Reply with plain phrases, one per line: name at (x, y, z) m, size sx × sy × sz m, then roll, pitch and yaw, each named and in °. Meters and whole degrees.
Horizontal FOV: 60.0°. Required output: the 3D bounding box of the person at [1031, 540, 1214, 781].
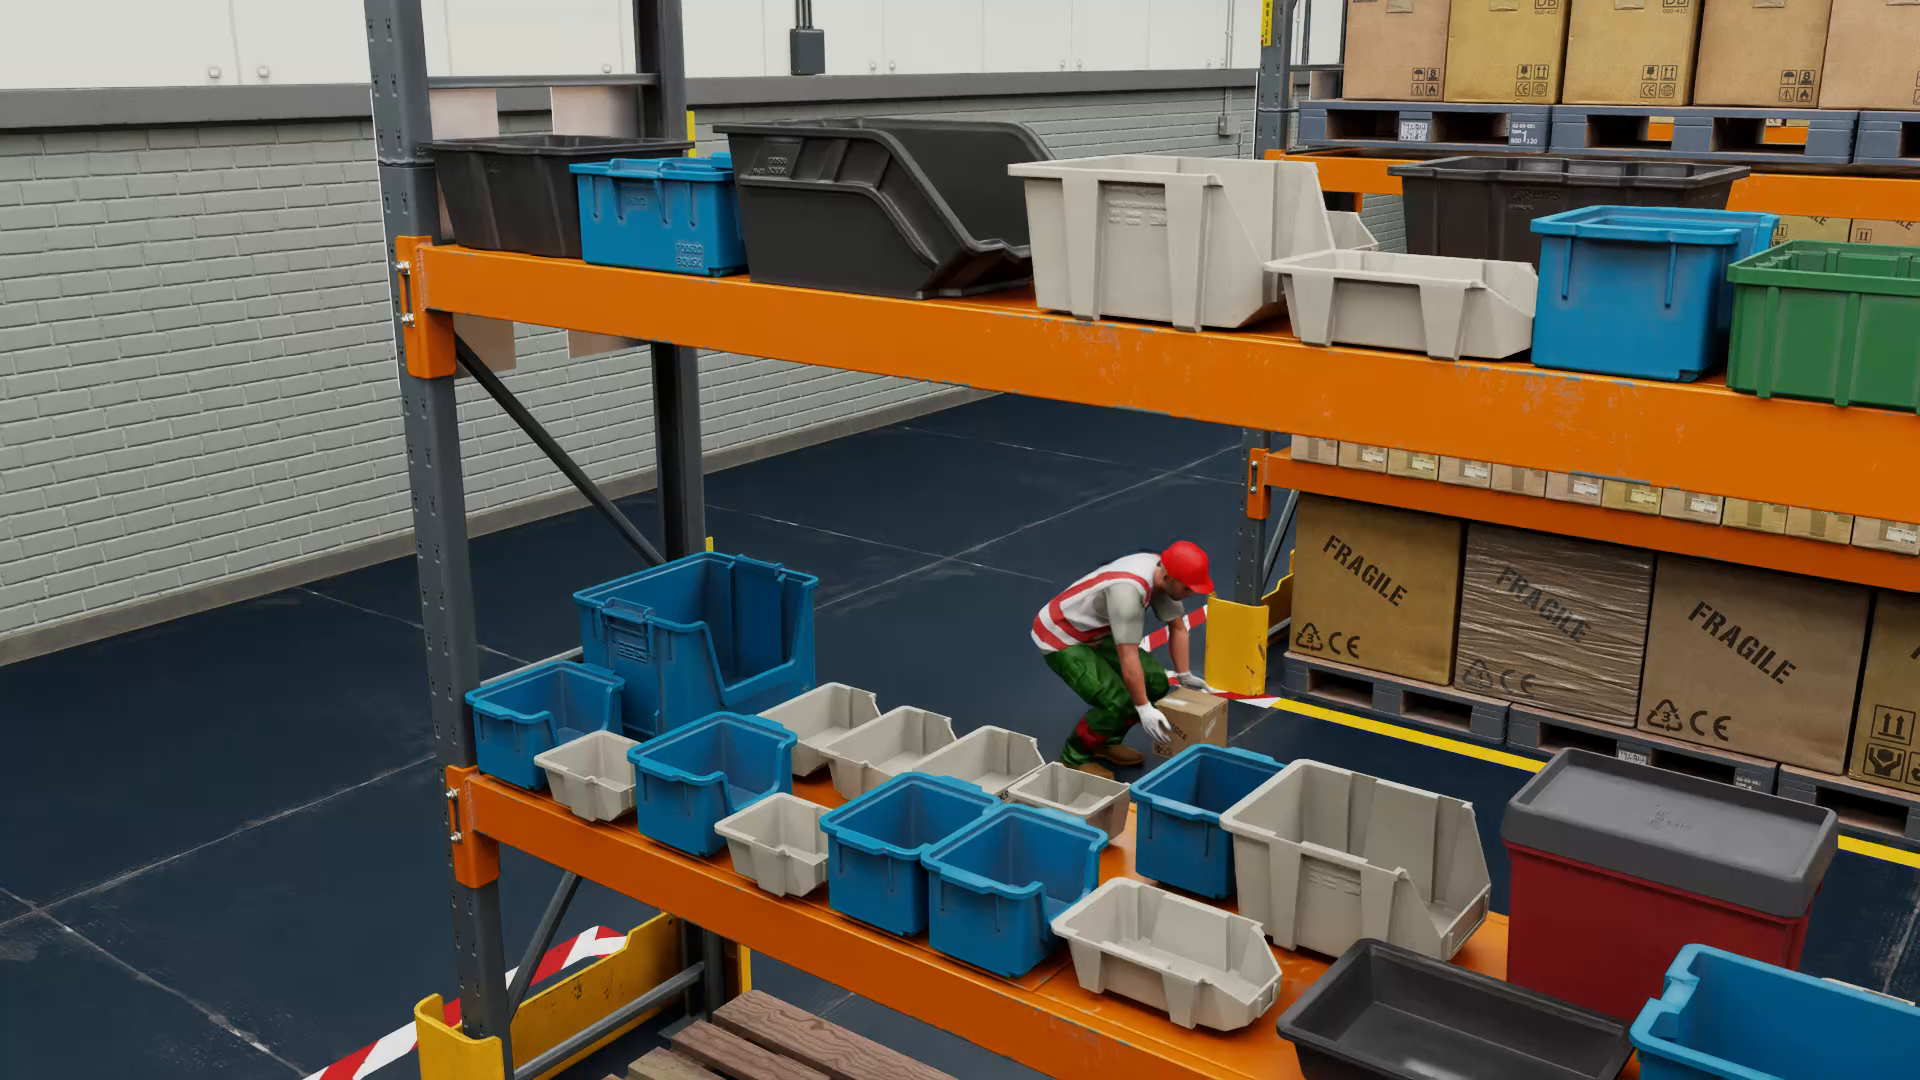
person at (0.767, 0.528, 7.772) m, size 0.845 × 1.186 × 0.586 m, roll 12°, pitch 20°, yaw 35°
